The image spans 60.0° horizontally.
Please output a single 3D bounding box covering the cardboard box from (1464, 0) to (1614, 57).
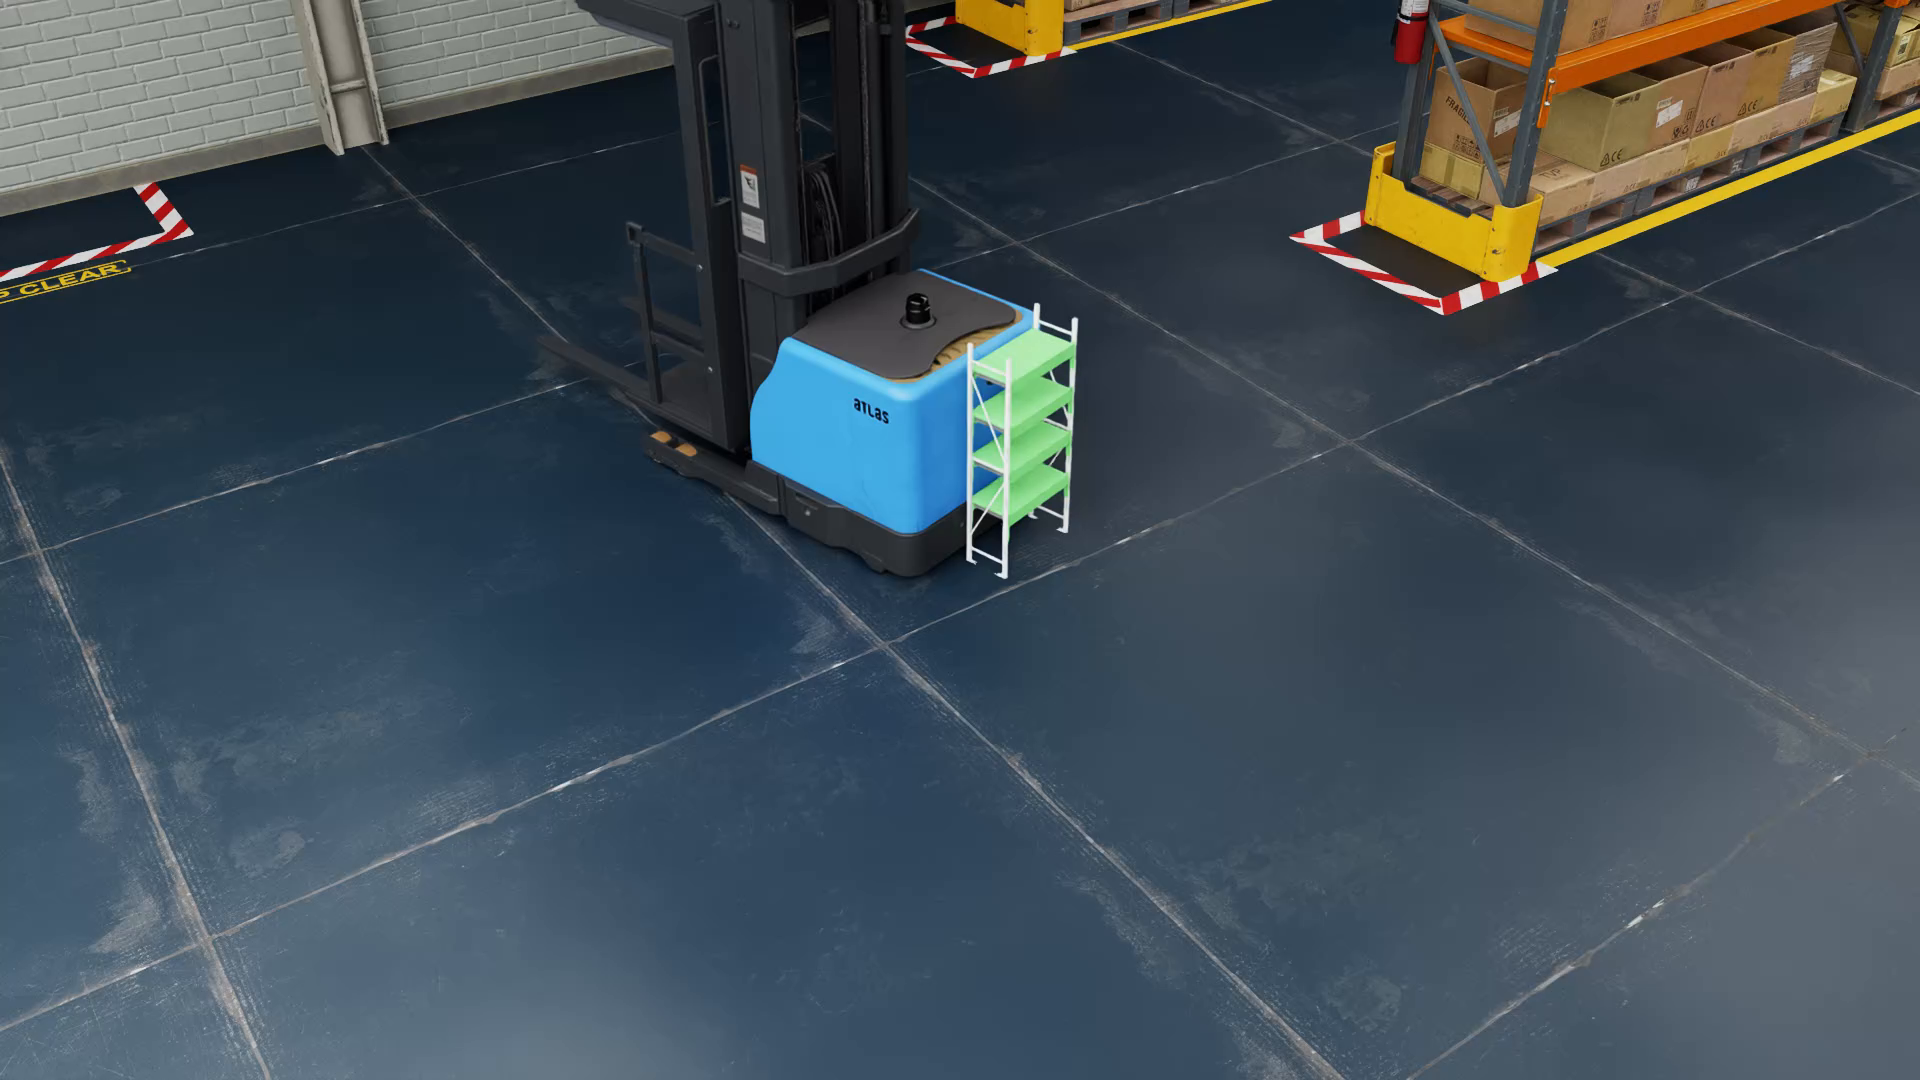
[{"bbox_3d":[3.594,-3.368,10.279,0.500,0.500,0.700,-22,41,-28],"label":"cardboard box"}]

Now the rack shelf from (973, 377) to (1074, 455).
[{"bbox_3d":[0.286,-0.599,7.753,0.258,0.148,0.480,26,43,31],"label":"rack shelf"}]

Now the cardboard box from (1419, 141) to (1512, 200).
[{"bbox_3d":[3.474,-2.552,11.225,0.500,0.250,0.500,-22,41,-28],"label":"cardboard box"}]

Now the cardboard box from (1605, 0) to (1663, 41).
[{"bbox_3d":[4.021,-3.547,10.527,0.500,0.500,0.700,-21,41,-27],"label":"cardboard box"}]

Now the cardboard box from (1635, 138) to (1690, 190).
[{"bbox_3d":[4.588,-2.643,11.351,0.500,0.250,0.500,-22,41,-28],"label":"cardboard box"}]

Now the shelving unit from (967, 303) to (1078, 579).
[{"bbox_3d":[0.286,-0.456,7.856,0.258,1.200,0.503,26,43,31],"label":"shelving unit"}]

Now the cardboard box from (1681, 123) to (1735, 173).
[{"bbox_3d":[4.999,-2.809,11.582,0.500,0.250,0.500,-22,41,-28],"label":"cardboard box"}]

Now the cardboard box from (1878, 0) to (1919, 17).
[{"bbox_3d":[7.369,-3.990,12.744,0.500,0.311,0.500,-23,42,-28],"label":"cardboard box"}]

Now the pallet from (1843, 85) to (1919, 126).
[{"bbox_3d":[7.055,-3.657,13.153,1.213,0.211,1.003,-22,41,-28],"label":"pallet"}]

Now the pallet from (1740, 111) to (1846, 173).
[{"bbox_3d":[5.801,-3.143,12.439,1.213,0.211,1.003,-22,41,-28],"label":"pallet"}]

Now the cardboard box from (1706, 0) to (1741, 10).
[{"bbox_3d":[4.858,-3.890,11.004,0.500,0.500,0.700,-21,41,-27],"label":"cardboard box"}]

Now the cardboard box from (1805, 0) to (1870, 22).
[{"bbox_3d":[6.641,-4.077,12.865,0.500,0.311,0.500,-22,41,-28],"label":"cardboard box"}]

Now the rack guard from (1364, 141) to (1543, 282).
[{"bbox_3d":[3.186,-2.154,10.816,0.348,0.500,1.175,-22,41,-28],"label":"rack guard"}]

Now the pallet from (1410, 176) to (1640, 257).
[{"bbox_3d":[3.806,-2.322,11.297,1.213,0.211,1.003,-22,41,-28],"label":"pallet"}]

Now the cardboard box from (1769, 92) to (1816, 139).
[{"bbox_3d":[5.808,-3.153,12.060,0.500,0.250,0.500,-22,41,-28],"label":"cardboard box"}]

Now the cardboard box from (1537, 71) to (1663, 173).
[{"bbox_3d":[4.180,-2.779,10.897,0.500,0.500,0.500,-22,41,-28],"label":"cardboard box"}]

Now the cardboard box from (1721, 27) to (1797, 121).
[{"bbox_3d":[5.400,-3.288,11.605,0.500,0.500,0.500,-22,41,-28],"label":"cardboard box"}]

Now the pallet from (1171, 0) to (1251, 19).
[{"bbox_3d":[2.092,-5.097,15.157,1.213,0.211,1.003,-22,41,-28],"label":"pallet"}]

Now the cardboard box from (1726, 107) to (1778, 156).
[{"bbox_3d":[5.407,-2.977,11.816,0.500,0.250,0.500,-22,41,-28],"label":"cardboard box"}]

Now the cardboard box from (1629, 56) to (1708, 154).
[{"bbox_3d":[4.581,-2.953,11.140,0.500,0.500,0.500,-22,41,-28],"label":"cardboard box"}]

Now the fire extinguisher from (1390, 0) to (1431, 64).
[{"bbox_3d":[2.841,-3.327,10.373,0.183,0.674,0.296,-22,41,-28],"label":"fire extinguisher"}]

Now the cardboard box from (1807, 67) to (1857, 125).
[{"bbox_3d":[6.222,-3.316,12.287,0.500,0.250,0.500,-22,41,-28],"label":"cardboard box"}]

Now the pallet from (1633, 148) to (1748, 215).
[{"bbox_3d":[4.803,-2.730,11.865,1.213,0.211,1.003,-22,41,-28],"label":"pallet"}]

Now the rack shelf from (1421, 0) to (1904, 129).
[{"bbox_3d":[4.840,-3.557,11.243,4.000,0.370,1.077,-22,41,-28],"label":"rack shelf"}]

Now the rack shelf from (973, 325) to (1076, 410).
[{"bbox_3d":[0.286,-0.793,7.613,0.258,0.148,0.480,26,43,31],"label":"rack shelf"}]

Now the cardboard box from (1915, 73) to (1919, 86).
[{"bbox_3d":[7.366,-3.765,12.911,0.500,0.250,0.500,-21,41,-27],"label":"cardboard box"}]

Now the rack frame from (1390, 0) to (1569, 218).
[{"bbox_3d":[3.206,-3.177,10.098,0.127,3.000,1.000,-22,41,-28],"label":"rack frame"}]

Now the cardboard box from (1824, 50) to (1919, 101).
[{"bbox_3d":[6.948,-3.594,12.673,0.500,0.250,0.500,-23,42,-29],"label":"cardboard box"}]

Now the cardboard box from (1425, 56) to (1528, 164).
[{"bbox_3d":[3.472,-2.858,11.007,0.500,0.500,0.500,-22,41,-28],"label":"cardboard box"}]

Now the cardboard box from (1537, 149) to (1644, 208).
[{"bbox_3d":[4.179,-2.475,11.118,0.500,0.250,0.500,-22,41,-28],"label":"cardboard box"}]

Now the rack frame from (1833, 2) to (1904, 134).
[{"bbox_3d":[6.475,-4.522,11.969,0.127,3.000,1.000,-22,41,-28],"label":"rack frame"}]

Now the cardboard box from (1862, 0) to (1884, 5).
[{"bbox_3d":[7.063,-4.255,13.112,0.500,0.311,0.500,-21,41,-27],"label":"cardboard box"}]

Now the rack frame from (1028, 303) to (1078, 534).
[{"bbox_3d":[0.442,-0.565,8.009,0.240,1.200,0.015,26,43,31],"label":"rack frame"}]

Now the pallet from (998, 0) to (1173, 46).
[{"bbox_3d":[1.095,-4.690,14.590,1.213,0.211,1.003,-22,41,-28],"label":"pallet"}]

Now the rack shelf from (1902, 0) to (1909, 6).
[{"bbox_3d":[8.110,-4.903,13.114,4.000,0.370,1.077,-22,41,-28],"label":"rack shelf"}]

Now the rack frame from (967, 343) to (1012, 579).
[{"bbox_3d":[0.131,-0.346,7.703,0.240,1.200,0.015,26,43,31],"label":"rack frame"}]

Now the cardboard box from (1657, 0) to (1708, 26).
[{"bbox_3d":[4.430,-3.711,10.756,0.500,0.500,0.700,-22,41,-28],"label":"cardboard box"}]

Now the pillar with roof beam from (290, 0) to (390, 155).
[{"bbox_3d":[-2.002,-4.551,6.870,0.400,9.000,9.100,-22,41,-28],"label":"pillar with roof beam"}]

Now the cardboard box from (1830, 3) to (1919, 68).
[{"bbox_3d":[6.956,-3.824,12.513,0.500,0.311,0.500,-22,41,-28],"label":"cardboard box"}]

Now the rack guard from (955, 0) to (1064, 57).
[{"bbox_3d":[0.411,-4.550,14.149,0.348,0.500,1.175,-22,41,-28],"label":"rack guard"}]

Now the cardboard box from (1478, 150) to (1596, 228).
[{"bbox_3d":[3.772,-2.305,10.881,0.500,0.250,0.500,-22,41,-28],"label":"cardboard box"}]

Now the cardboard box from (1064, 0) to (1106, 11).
[{"bbox_3d":[0.966,-4.816,14.304,0.500,0.311,0.500,-28,44,-33],"label":"cardboard box"}]

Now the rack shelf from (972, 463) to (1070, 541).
[{"bbox_3d":[0.286,-0.209,8.033,0.258,0.148,0.480,26,43,31],"label":"rack shelf"}]

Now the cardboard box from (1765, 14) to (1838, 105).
[{"bbox_3d":[5.807,-3.458,11.842,0.500,0.500,0.500,-22,41,-28],"label":"cardboard box"}]

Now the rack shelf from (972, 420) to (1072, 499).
[{"bbox_3d":[0.286,-0.404,7.893,0.258,0.148,0.480,26,43,31],"label":"rack shelf"}]

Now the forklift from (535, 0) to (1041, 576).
[{"bbox_3d":[-1.050,-1.736,8.153,3.031,2.935,1.130,26,43,32],"label":"forklift"}]

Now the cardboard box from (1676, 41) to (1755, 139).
[{"bbox_3d":[5.000,-3.113,11.362,0.500,0.500,0.500,-22,41,-28],"label":"cardboard box"}]
